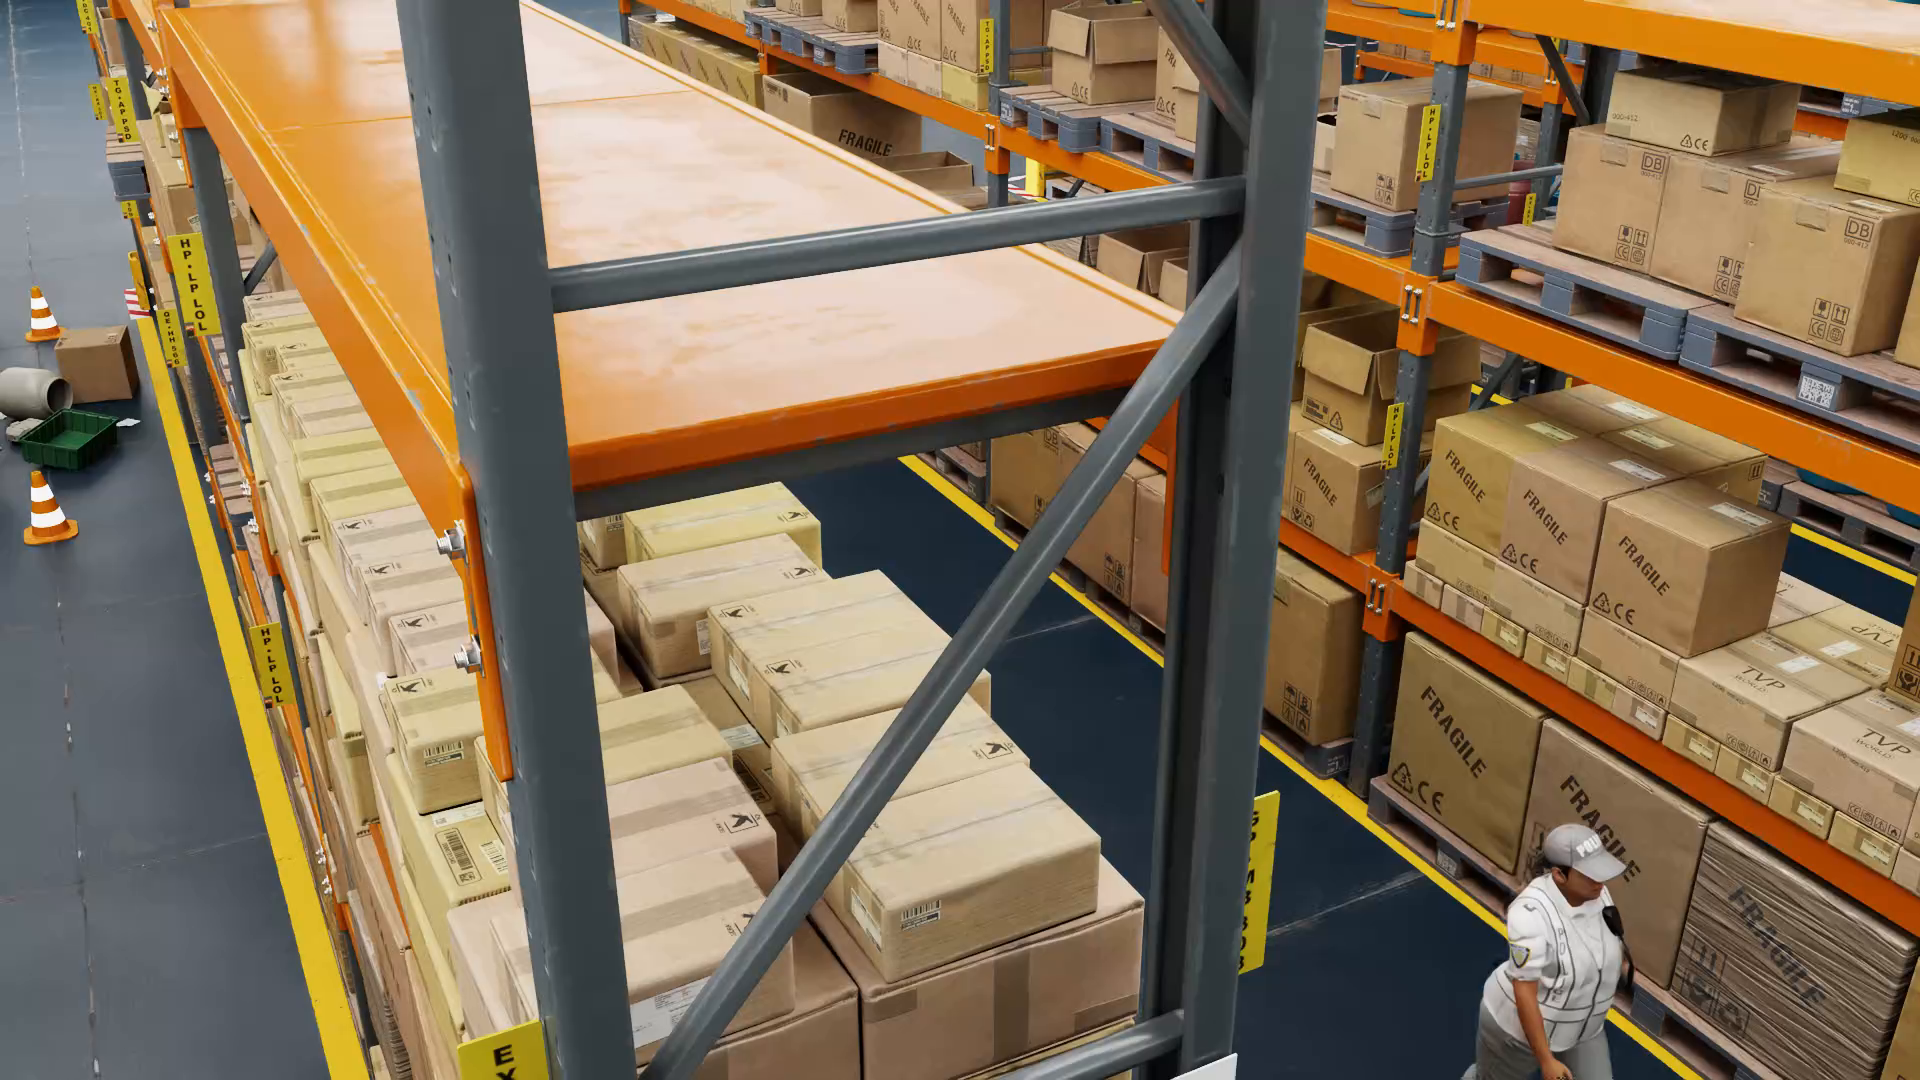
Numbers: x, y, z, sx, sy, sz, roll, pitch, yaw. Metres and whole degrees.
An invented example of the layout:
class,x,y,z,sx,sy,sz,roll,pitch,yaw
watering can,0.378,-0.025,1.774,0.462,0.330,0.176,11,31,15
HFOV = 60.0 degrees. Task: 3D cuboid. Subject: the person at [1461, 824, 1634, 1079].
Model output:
class,x,y,z,sx,sy,sz,roll,pitch,yaw
person,2.152,1.776,5.937,0.474,1.664,0.837,-12,28,-23
